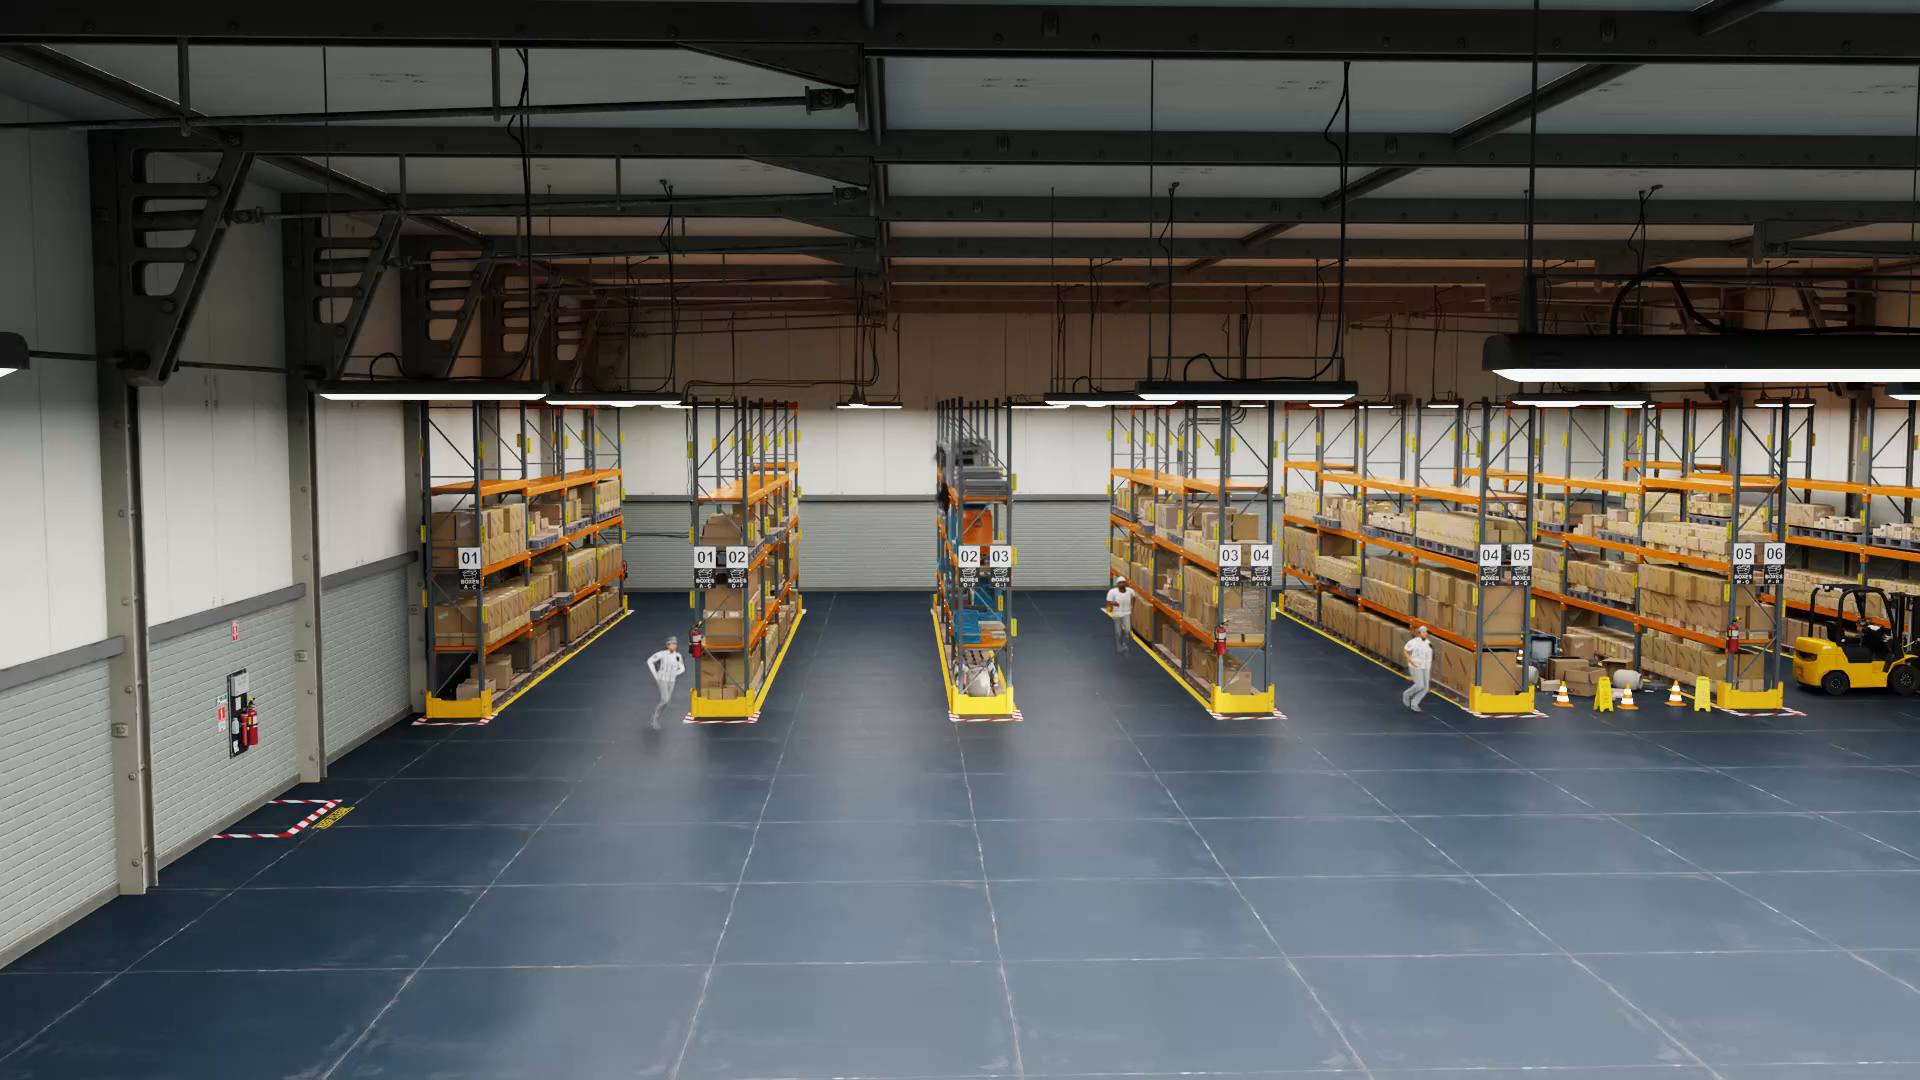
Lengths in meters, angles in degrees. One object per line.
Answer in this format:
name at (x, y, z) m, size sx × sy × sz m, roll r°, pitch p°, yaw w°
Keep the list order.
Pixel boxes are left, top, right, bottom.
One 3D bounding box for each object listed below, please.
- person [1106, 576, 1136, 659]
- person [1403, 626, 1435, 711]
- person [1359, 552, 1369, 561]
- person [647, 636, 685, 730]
person at (3.605, 1.719, 37.120) m, size 0.680 × 1.832 × 0.740 m, roll 0°, pitch 4°, yaw -1°
person at (8.838, 2.463, 31.872) m, size 0.640 × 1.632 × 0.494 m, roll -2°, pitch 5°, yaw -24°
person at (12.102, 1.135, 49.123) m, size 1.010 × 1.593 × 0.614 m, roll -1°, pitch 4°, yaw -9°
person at (-5.318, 2.573, 30.117) m, size 0.627 × 1.672 × 0.630 m, roll -4°, pitch 6°, yaw -41°
